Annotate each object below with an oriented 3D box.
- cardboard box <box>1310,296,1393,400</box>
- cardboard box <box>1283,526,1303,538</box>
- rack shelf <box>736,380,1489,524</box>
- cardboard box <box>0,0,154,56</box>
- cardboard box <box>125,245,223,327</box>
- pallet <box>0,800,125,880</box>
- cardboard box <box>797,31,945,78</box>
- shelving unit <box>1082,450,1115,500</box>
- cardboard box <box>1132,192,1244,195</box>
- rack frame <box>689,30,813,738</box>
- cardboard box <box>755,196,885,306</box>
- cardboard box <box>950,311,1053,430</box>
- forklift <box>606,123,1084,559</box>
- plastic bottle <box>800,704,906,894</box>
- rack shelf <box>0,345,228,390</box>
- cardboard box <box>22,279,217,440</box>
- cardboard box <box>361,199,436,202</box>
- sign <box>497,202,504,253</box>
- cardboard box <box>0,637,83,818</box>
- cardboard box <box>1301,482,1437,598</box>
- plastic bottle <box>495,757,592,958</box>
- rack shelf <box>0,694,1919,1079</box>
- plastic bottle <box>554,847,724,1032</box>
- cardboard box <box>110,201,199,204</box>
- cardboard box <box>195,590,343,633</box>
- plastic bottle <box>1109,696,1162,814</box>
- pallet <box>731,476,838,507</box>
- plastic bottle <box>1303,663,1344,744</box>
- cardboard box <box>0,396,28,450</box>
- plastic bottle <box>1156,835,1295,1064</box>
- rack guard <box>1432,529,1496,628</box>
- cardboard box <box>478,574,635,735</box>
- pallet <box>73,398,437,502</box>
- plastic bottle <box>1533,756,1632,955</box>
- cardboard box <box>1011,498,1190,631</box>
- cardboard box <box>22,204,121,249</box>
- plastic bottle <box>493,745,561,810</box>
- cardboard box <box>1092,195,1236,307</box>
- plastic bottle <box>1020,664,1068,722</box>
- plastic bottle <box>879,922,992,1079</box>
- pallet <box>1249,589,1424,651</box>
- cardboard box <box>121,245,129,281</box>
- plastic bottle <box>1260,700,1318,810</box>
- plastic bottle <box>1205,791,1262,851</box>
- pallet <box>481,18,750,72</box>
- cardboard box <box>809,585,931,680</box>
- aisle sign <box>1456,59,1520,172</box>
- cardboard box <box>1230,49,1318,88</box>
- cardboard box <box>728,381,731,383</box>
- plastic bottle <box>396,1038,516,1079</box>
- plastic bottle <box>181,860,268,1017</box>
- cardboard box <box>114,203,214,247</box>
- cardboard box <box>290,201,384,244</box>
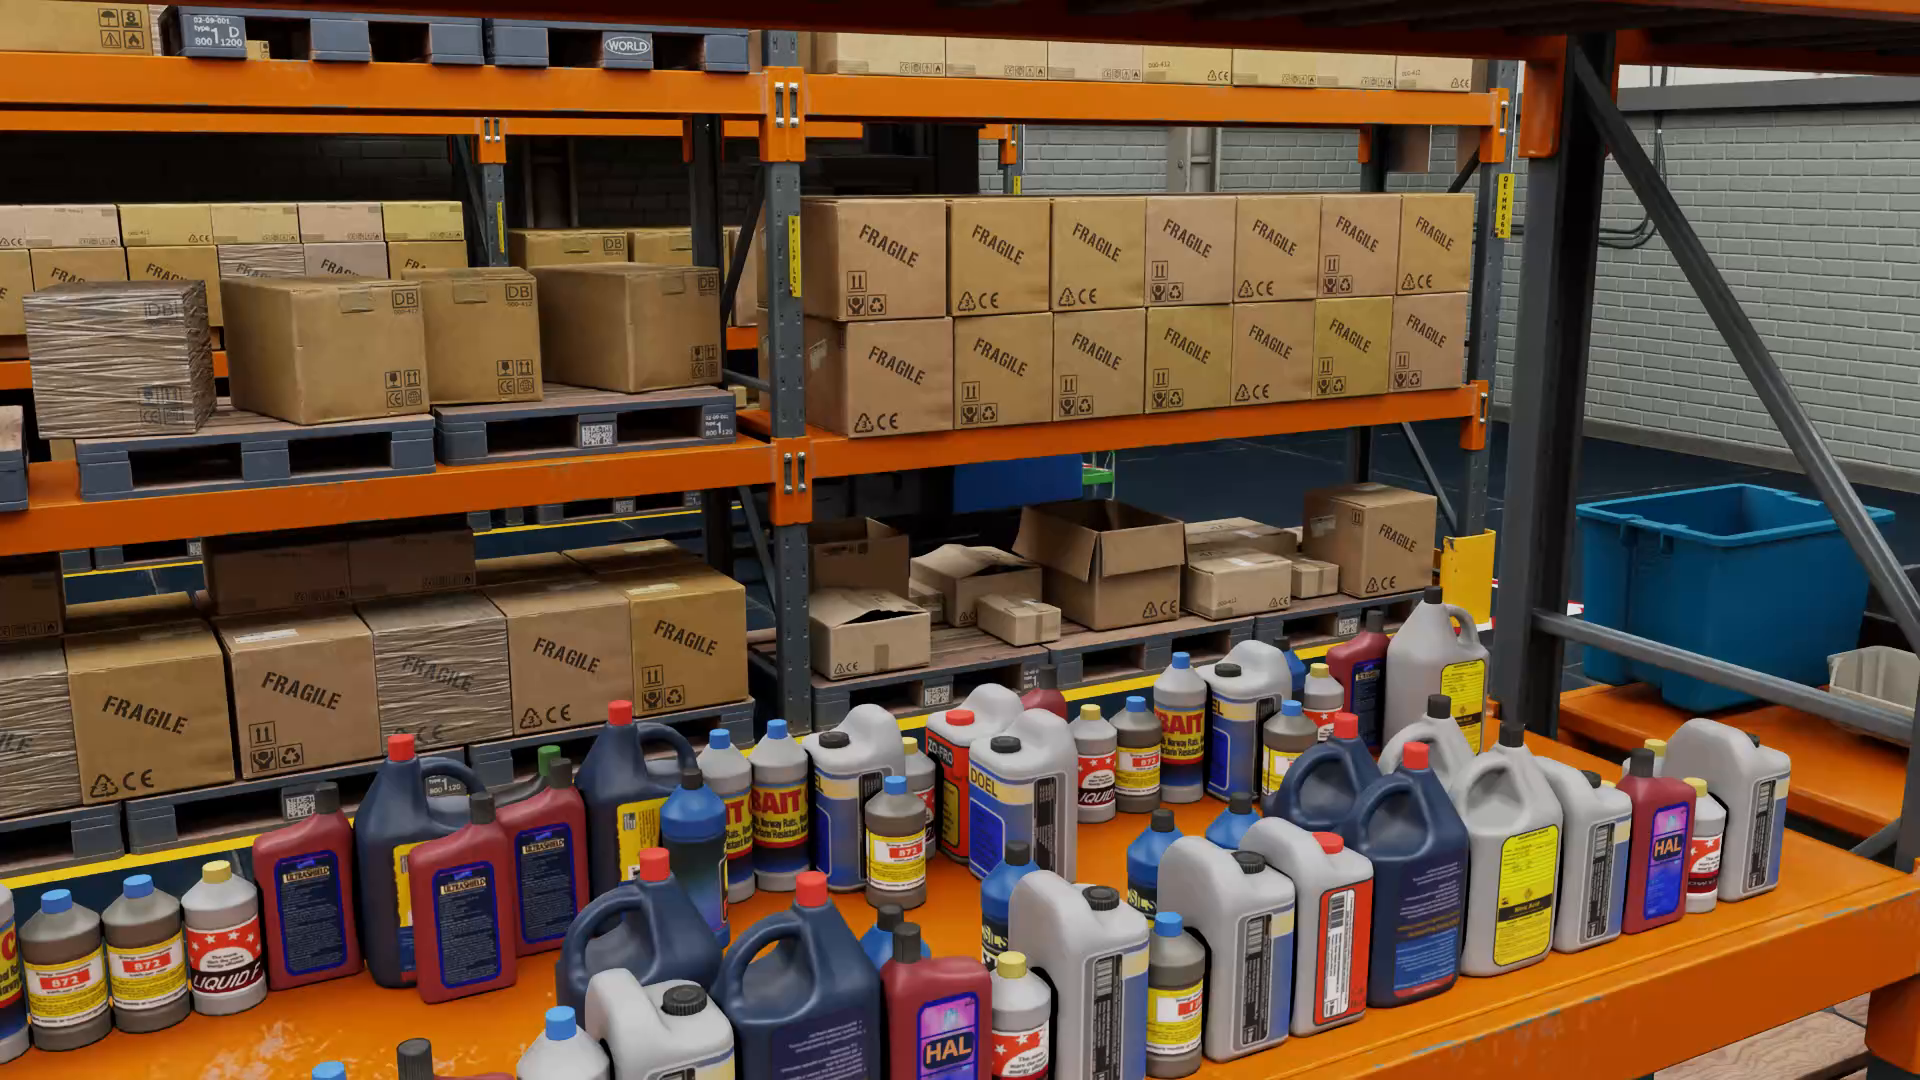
[{"bbox_3d":[1.852,-1.013,8.550,0.500,0.500,0.500,-7,14,-27],"label":"cardboard box"},{"bbox_3d":[2.036,0.035,9.612,0.250,0.149,0.380,-7,14,-28],"label":"cardboard box"},{"bbox_3d":[0.813,-0.557,8.393,4.000,0.370,1.077,-7,14,-28],"label":"rack shelf"},{"bbox_3d":[-3.183,-1.950,5.883,0.500,0.500,0.910,-7,14,-28],"label":"cardboard box"},{"bbox_3d":[-4.928,-1.598,10.429,0.500,0.500,0.500,-6,14,-26],"label":"cardboard box"},{"bbox_3d":[-3.780,1.012,6.132,1.213,0.211,1.003,-7,14,-28],"label":"pallet"},{"bbox_3d":[-0.397,-2.092,7.081,0.500,0.250,0.500,-7,14,-28],"label":"cardboard box"},{"bbox_3d":[0.800,-0.697,11.475,0.503,1.200,0.258,-8,15,-31],"label":"shelving unit"},{"bbox_3d":[1.156,-1.551,8.666,0.500,0.500,0.500,-7,14,-27],"label":"cardboard box"},{"bbox_3d":[-0.942,-0.698,7.379,0.127,3.000,1.000,-7,14,-28],"label":"rack frame"},{"bbox_3d":[-0.623,-1.338,7.716,0.500,0.500,0.500,-7,14,-28],"label":"cardboard box"},{"bbox_3d":[0.083,-0.802,7.615,0.500,0.500,0.500,-7,14,-27],"label":"cardboard box"},{"bbox_3d":[-0.698,-1.334,10.359,3.031,2.935,1.130,-8,15,-31],"label":"forklift"},{"bbox_3d":[-0.177,0.415,2.718,0.135,0.276,0.152,-7,14,-28],"label":"plastic bottle"},{"bbox_3d":[-5.075,-1.091,10.763,4.000,0.370,1.077,-7,14,-28],"label":"rack shelf"},{"bbox_3d":[-3.060,-0.678,6.107,0.500,0.500,0.700,-4,13,-17],"label":"cardboard box"},{"bbox_3d":[-3.848,-2.224,11.499,0.500,0.250,0.500,-6,14,-26],"label":"cardboard box"},{"bbox_3d":[-3.051,-2.075,11.040,0.005,0.325,0.100,-7,14,-28],"label":"sign"},{"bbox_3d":[-3.460,0.679,5.953,0.500,0.500,0.500,-7,15,-30],"label":"cardboard box"},{"bbox_3d":[2.209,-0.009,9.010,0.500,0.500,0.500,-7,14,-28],"label":"cardboard box"},{"bbox_3d":[-0.621,0.468,2.464,0.133,0.283,0.061,-7,14,-28],"label":"plastic bottle"},{"bbox_3d":[-0.328,0.818,2.279,4.000,0.370,1.077,-7,14,-28],"label":"rack shelf"},{"bbox_3d":[-0.380,0.542,1.983,0.185,0.351,0.144,-7,14,-28],"label":"plastic bottle"},{"bbox_3d":[-5.202,-2.059,10.770,0.500,0.250,0.500,-7,15,-29],"label":"cardboard box"},{"bbox_3d":[-2.833,0.473,6.865,0.500,0.500,0.500,-7,15,-30],"label":"cardboard box"},{"bbox_3d":[0.317,0.385,3.020,0.097,0.201,0.097,0,13,0],"label":"plastic bottle"},{"bbox_3d":[-1.542,-0.486,12.788,1.213,0.211,1.003,-7,14,-28],"label":"pallet"},{"bbox_3d":[0.692,0.340,3.219,0.097,0.201,0.097,0,13,0],"label":"plastic bottle"},{"bbox_3d":[-6.122,-0.440,10.170,0.750,0.750,0.750,-7,14,-29],"label":"cardboard box"},{"bbox_3d":[0.355,0.527,2.218,0.135,0.276,0.152,-7,14,-28],"label":"plastic bottle"},{"bbox_3d":[2.502,0.109,9.487,0.348,0.500,1.175,-7,14,-28],"label":"rack guard"},{"bbox_3d":[-1.676,0.464,6.905,0.500,0.500,0.500,-7,14,-28],"label":"cardboard box"},{"bbox_3d":[-2.749,-0.389,6.443,1.213,0.211,1.003,-7,14,-28],"label":"pallet"},{"bbox_3d":[0.916,0.460,2.517,0.135,0.276,0.152,-7,14,-28],"label":"plastic bottle"},{"bbox_3d":[0.704,0.107,8.487,0.637,0.503,0.797,-7,14,-28],"label":"cardboard box"},{"bbox_3d":[-5.400,-1.909,10.101,0.500,0.250,0.500,-7,14,-27],"label":"cardboard box"},{"bbox_3d":[-0.650,0.456,2.516,0.133,0.283,0.061,-7,14,-28],"label":"plastic bottle"},{"bbox_3d":[0.963,-1.393,7.961,0.500,0.500,0.500,-6,14,-26],"label":"cardboard box"},{"bbox_3d":[0.122,0.364,2.927,0.133,0.283,0.061,-7,14,-28],"label":"plastic bottle"},{"bbox_3d":[-0.030,0.581,1.962,0.133,0.283,0.061,-7,14,-28],"label":"plastic bottle"},{"bbox_3d":[1.802,0.334,9.146,1.213,0.211,1.003,-7,14,-28],"label":"pallet"},{"bbox_3d":[-5.198,-1.695,10.859,0.500,0.500,0.500,-6,14,-26],"label":"cardboard box"},{"bbox_3d":[0.594,0.390,2.998,0.097,0.201,0.097,0,13,0],"label":"plastic bottle"},{"bbox_3d":[0.397,0.493,2.380,0.097,0.271,0.097,0,13,0],"label":"plastic bottle"},{"bbox_3d":[-1.548,-2.015,6.825,1.003,0.211,1.213,-7,14,-28],"label":"pallet"},{"bbox_3d":[-0.470,0.397,7.637,0.500,0.311,0.500,-7,14,-28],"label":"cardboard box"},{"bbox_3d":[2.775,-2.335,8.733,0.004,0.787,0.394,-7,14,-28],"label":"aisle sign"},{"bbox_3d":[1.367,-2.299,8.000,0.500,0.250,0.500,-7,14,-28],"label":"cardboard box"},{"bbox_3d":[-1.921,-1.146,12.629,0.250,0.149,0.380,-7,14,-27],"label":"cardboard box"},{"bbox_3d":[-0.512,0.639,1.705,0.133,0.283,0.061,-7,14,-28],"label":"plastic bottle"},{"bbox_3d":[-1.022,0.545,2.306,0.097,0.201,0.097,0,13,0],"label":"plastic bottle"},{"bbox_3d":[-4.955,-1.964,10.345,0.500,0.250,0.500,-7,15,-29],"label":"cardboard box"},{"bbox_3d":[-4.060,-2.071,10.823,0.500,0.250,0.500,-6,14,-27],"label":"cardboard box"}]
